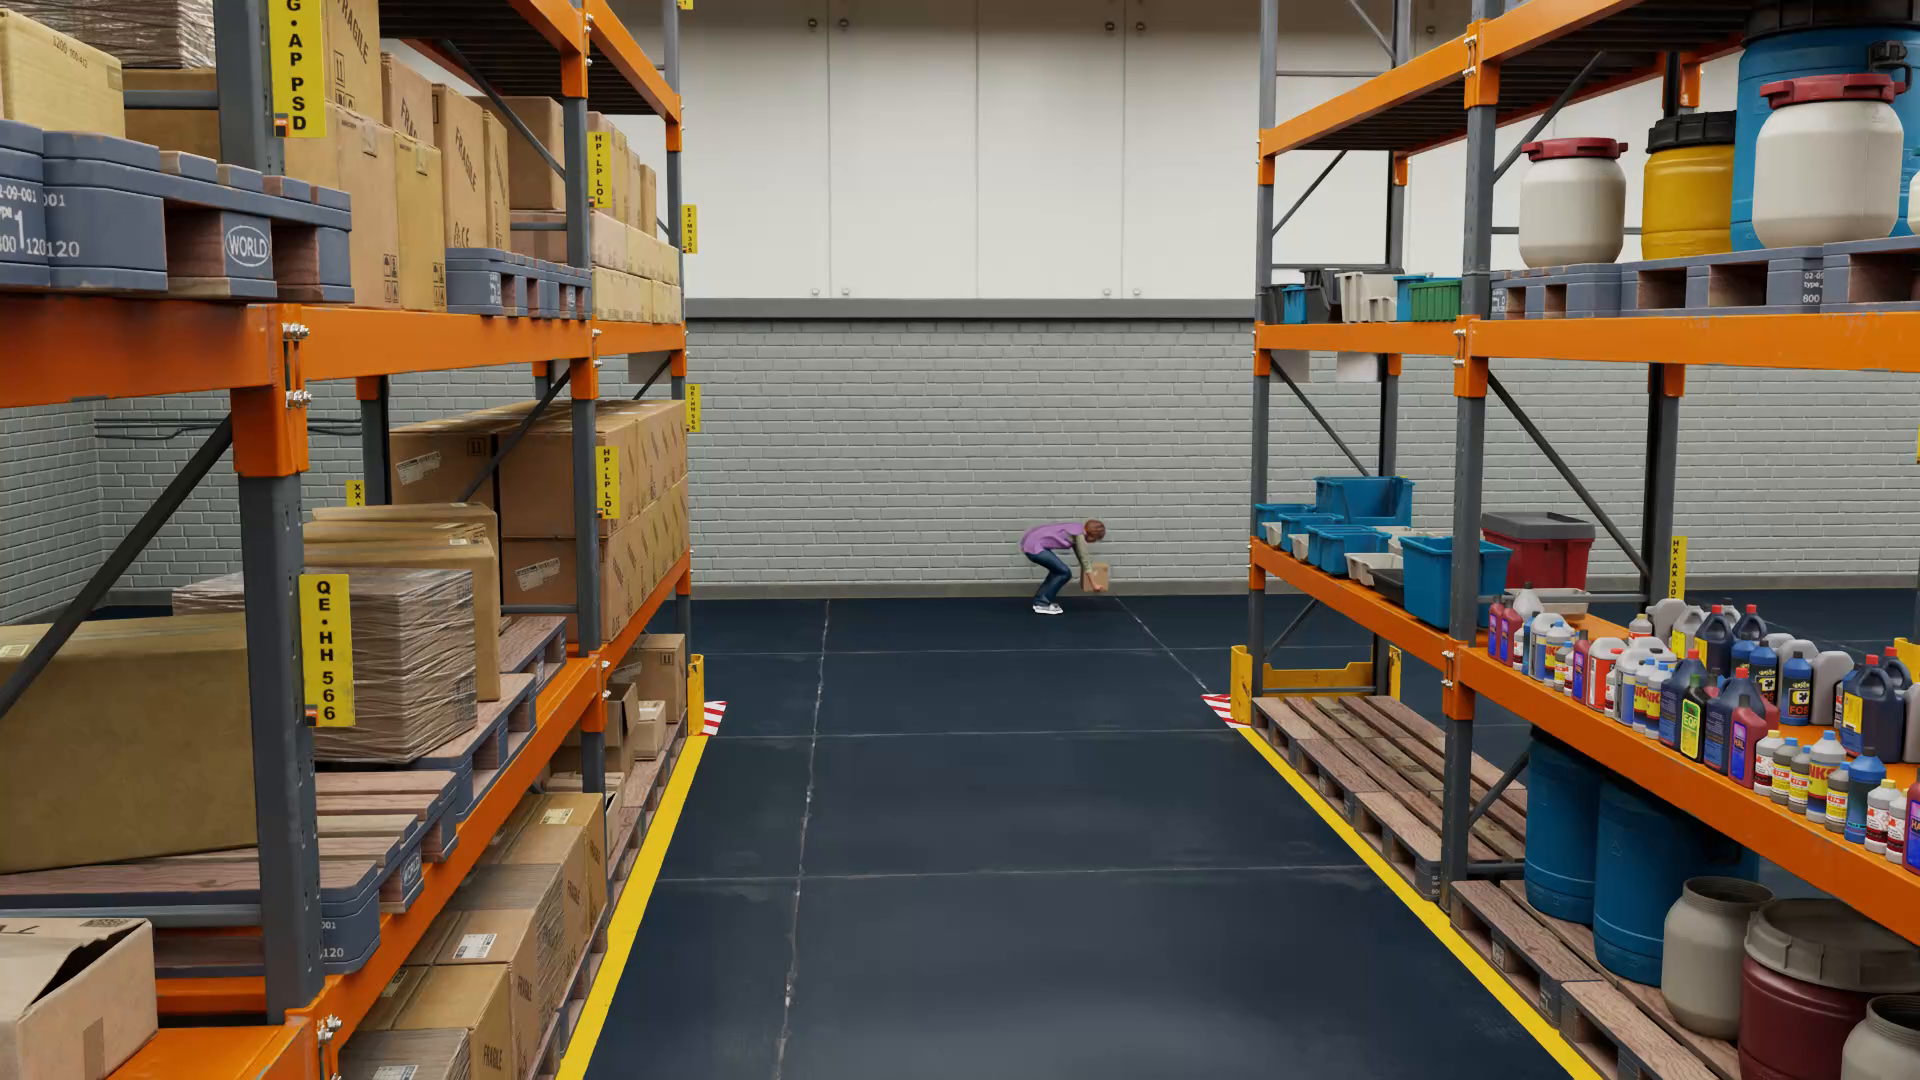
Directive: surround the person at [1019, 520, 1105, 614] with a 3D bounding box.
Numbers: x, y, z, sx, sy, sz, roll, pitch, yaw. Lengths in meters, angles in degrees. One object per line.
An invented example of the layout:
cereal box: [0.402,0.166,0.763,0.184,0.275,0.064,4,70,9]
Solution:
person: [1.016,0.259,16.470,0.861,0.918,0.431,-1,7,-6]
